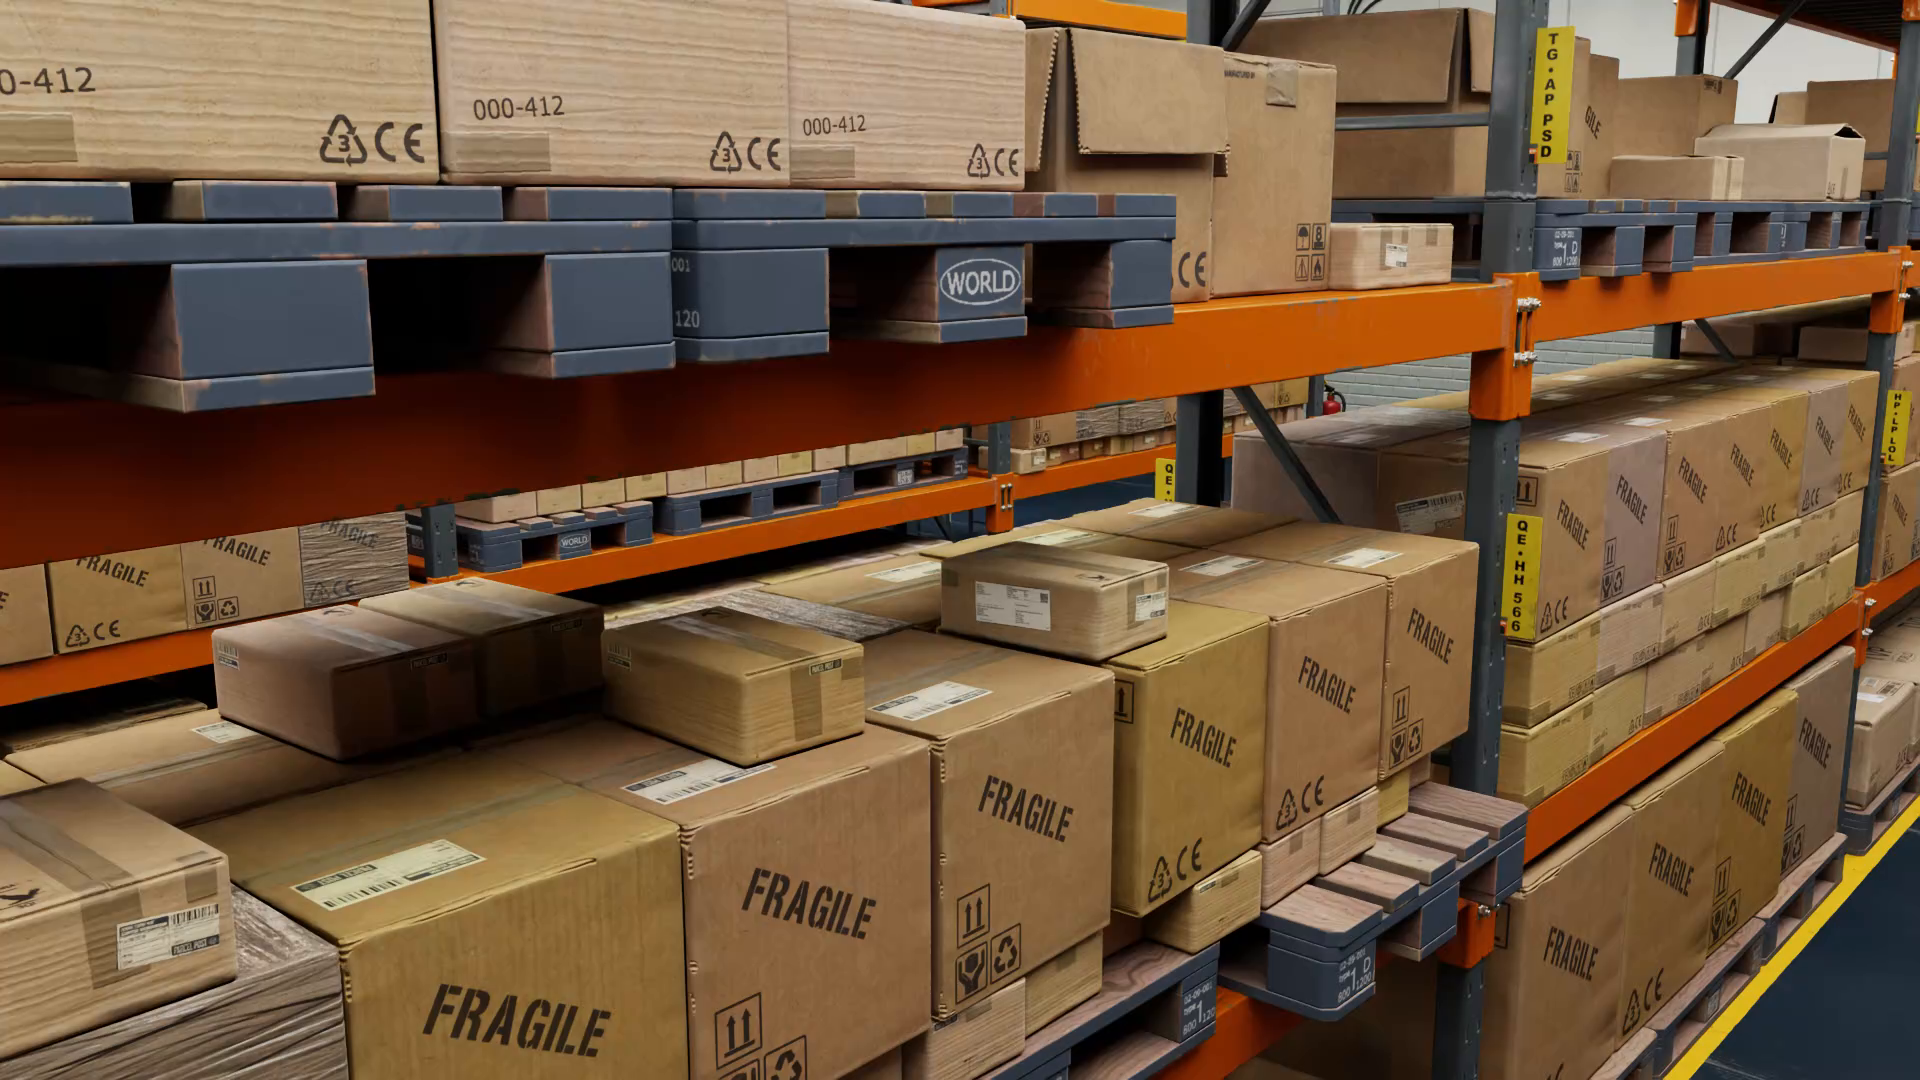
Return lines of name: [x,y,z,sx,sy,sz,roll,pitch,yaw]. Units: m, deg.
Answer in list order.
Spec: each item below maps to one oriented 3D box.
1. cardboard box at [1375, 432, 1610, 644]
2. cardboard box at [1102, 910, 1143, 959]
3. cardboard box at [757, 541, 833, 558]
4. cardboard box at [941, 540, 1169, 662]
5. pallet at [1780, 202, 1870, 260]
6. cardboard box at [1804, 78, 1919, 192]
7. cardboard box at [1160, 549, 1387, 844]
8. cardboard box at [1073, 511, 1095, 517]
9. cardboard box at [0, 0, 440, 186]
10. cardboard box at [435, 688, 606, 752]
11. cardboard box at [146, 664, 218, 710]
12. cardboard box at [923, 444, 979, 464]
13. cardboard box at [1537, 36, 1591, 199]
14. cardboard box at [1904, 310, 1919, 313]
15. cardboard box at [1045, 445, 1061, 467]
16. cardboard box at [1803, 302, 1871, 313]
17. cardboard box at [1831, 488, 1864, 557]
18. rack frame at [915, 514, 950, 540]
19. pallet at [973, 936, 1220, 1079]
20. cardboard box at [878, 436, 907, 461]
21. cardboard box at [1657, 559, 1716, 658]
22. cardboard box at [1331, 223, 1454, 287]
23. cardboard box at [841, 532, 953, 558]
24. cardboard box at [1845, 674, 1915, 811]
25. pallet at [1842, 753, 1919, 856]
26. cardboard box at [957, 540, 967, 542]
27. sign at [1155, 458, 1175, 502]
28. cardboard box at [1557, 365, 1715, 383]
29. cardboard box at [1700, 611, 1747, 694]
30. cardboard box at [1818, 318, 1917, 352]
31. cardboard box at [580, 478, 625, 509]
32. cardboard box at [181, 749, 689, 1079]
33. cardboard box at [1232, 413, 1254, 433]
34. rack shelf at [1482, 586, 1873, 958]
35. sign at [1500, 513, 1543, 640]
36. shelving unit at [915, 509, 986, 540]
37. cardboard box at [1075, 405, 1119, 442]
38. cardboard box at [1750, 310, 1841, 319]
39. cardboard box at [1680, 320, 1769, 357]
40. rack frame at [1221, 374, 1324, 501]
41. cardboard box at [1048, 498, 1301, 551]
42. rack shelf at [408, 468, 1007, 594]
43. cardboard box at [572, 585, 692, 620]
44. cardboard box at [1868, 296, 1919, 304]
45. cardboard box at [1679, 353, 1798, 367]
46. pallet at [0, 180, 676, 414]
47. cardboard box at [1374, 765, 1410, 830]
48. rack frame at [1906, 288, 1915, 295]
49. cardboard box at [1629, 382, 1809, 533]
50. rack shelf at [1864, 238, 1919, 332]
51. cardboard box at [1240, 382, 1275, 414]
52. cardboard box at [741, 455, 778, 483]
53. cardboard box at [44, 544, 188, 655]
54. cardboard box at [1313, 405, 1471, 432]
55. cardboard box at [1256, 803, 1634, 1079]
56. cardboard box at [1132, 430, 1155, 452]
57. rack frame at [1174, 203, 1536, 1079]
cardboard box: [1.562,-0.024,4.905,0.500,0.500,0.500,9,14,38]
cardboard box: [0.154,0.743,3.443,0.380,0.149,0.250,10,15,41]
cardboard box: [-1.127,0.148,10.247,0.500,0.250,0.500,10,15,42]
cardboard box: [0.185,0.114,3.276,0.380,0.149,0.250,9,14,38]
pallet: [3.125,-1.268,6.772,0.805,0.209,1.217,9,14,38]
cardboard box: [4.240,-1.867,7.697,0.500,0.500,0.500,10,15,41]
cardboard box: [0.629,0.336,3.825,0.500,0.500,0.500,9,15,39]
cardboard box: [1.094,-0.116,12.862,0.380,0.149,0.250,10,15,41]
cardboard box: [-0.900,-0.493,1.712,0.500,0.250,0.500,9,15,39]
cardboard box: [-0.783,0.498,3.012,0.500,0.500,0.500,10,15,42]
cardboard box: [-3.201,0.906,7.726,1.050,0.750,0.750,10,15,40]
cardboard box: [-0.079,-0.607,11.270,0.380,0.149,0.250,10,15,40]
cardboard box: [1.564,-1.340,5.315,0.700,0.500,0.500,9,14,38]
cardboard box: [5.116,-1.124,8.757,0.380,0.149,0.250,10,15,41]
cardboard box: [0.456,-0.581,11.144,0.380,0.149,0.250,10,15,42]
cardboard box: [5.024,-1.273,9.501,0.380,0.149,0.250,10,15,41]
cardboard box: [3.585,-0.108,7.238,0.500,0.250,0.500,10,15,40]
rack frame: [-0.246,-0.681,14.829,0.400,1.500,0.023,10,15,40]
pallet: [-0.223,0.947,3.342,1.003,0.211,1.213,10,15,40]
cardboard box: [-0.542,-0.582,10.073,0.380,0.149,0.250,10,15,40]
cardboard box: [2.253,0.194,5.726,0.500,0.250,0.500,10,15,40]
cardboard box: [1.003,-0.718,4.170,0.380,0.149,0.250,10,15,40]
cardboard box: [-0.393,0.137,10.302,0.500,0.250,0.500,9,15,39]
cardboard box: [4.189,0.940,8.357,0.875,0.438,0.875,9,15,40]
pallet: [4.254,1.233,8.537,1.003,0.211,1.213,10,15,40]
cardboard box: [0.087,0.114,11.708,0.380,0.149,0.250,10,15,41]
sign: [0.634,-0.083,5.051,0.100,0.325,0.005,10,15,40]
cardboard box: [2.872,-0.466,7.116,0.500,0.500,0.500,10,15,40]
cardboard box: [2.565,0.363,6.158,0.500,0.250,0.500,10,15,40]
cardboard box: [4.391,-0.986,8.062,0.380,0.149,0.250,10,15,40]
cardboard box: [-1.930,-0.271,8.516,0.380,0.149,0.250,11,16,43]
cardboard box: [-0.732,0.638,2.310,0.500,0.500,0.500,10,15,41]
cardboard box: [2.049,-0.927,12.875,0.380,0.149,0.250,10,15,42]
rack shelf: [2.373,0.615,6.351,1.077,0.370,4.000,10,15,40]
sign: [1.467,0.096,4.358,0.100,0.325,0.005,10,15,40]
shelving unit: [-0.004,-0.734,15.098,0.431,1.500,0.755,10,15,40]
cardboard box: [0.746,-0.966,11.416,0.500,0.500,0.500,10,15,40]
cardboard box: [4.377,-1.118,8.723,0.380,0.149,0.250,10,15,40]
cardboard box: [3.658,-0.976,8.016,0.380,0.149,0.250,9,15,39]
rack frame: [2.549,-1.246,13.830,1.000,3.000,0.127,10,15,40]
cardboard box: [0.582,0.191,4.546,0.500,0.500,0.500,9,15,39]
rack shelf: [-1.412,-0.011,9.481,1.077,0.370,4.000,10,15,40]
cardboard box: [-1.760,0.438,8.792,0.500,0.250,0.500,10,15,40]
cardboard box: [5.772,-1.414,10.208,0.380,0.149,0.250,10,15,42]
cardboard box: [3.798,-0.677,8.173,0.500,0.500,0.500,10,15,40]
pallet: [-1.100,-0.311,1.972,1.213,0.211,1.003,10,15,40]
cardboard box: [0.891,0.601,4.153,0.380,0.149,0.250,10,15,41]
rack frame: [6.334,-0.621,10.701,1.000,3.000,0.127,10,15,40]
cardboard box: [2.902,-0.324,6.408,0.500,0.500,0.500,10,15,42]
rack shelf: [5.014,-1.445,9.004,1.077,0.370,4.000,10,15,40]
cardboard box: [2.102,-1.266,12.918,0.500,0.500,0.500,9,15,39]
cardboard box: [-1.238,-0.425,9.289,0.380,0.149,0.250,9,14,39]
cardboard box: [-3.488,0.130,6.687,0.500,0.500,0.500,9,15,39]
cardboard box: [1.530,-0.170,5.633,0.500,0.500,0.500,10,15,41]
cardboard box: [1.572,1.301,5.430,0.875,0.875,0.875,10,15,40]
cardboard box: [1.174,-0.734,11.907,0.380,0.149,0.250,11,15,43]
rack frame: [1.053,0.556,4.808,1.000,3.000,0.127,10,15,40]
